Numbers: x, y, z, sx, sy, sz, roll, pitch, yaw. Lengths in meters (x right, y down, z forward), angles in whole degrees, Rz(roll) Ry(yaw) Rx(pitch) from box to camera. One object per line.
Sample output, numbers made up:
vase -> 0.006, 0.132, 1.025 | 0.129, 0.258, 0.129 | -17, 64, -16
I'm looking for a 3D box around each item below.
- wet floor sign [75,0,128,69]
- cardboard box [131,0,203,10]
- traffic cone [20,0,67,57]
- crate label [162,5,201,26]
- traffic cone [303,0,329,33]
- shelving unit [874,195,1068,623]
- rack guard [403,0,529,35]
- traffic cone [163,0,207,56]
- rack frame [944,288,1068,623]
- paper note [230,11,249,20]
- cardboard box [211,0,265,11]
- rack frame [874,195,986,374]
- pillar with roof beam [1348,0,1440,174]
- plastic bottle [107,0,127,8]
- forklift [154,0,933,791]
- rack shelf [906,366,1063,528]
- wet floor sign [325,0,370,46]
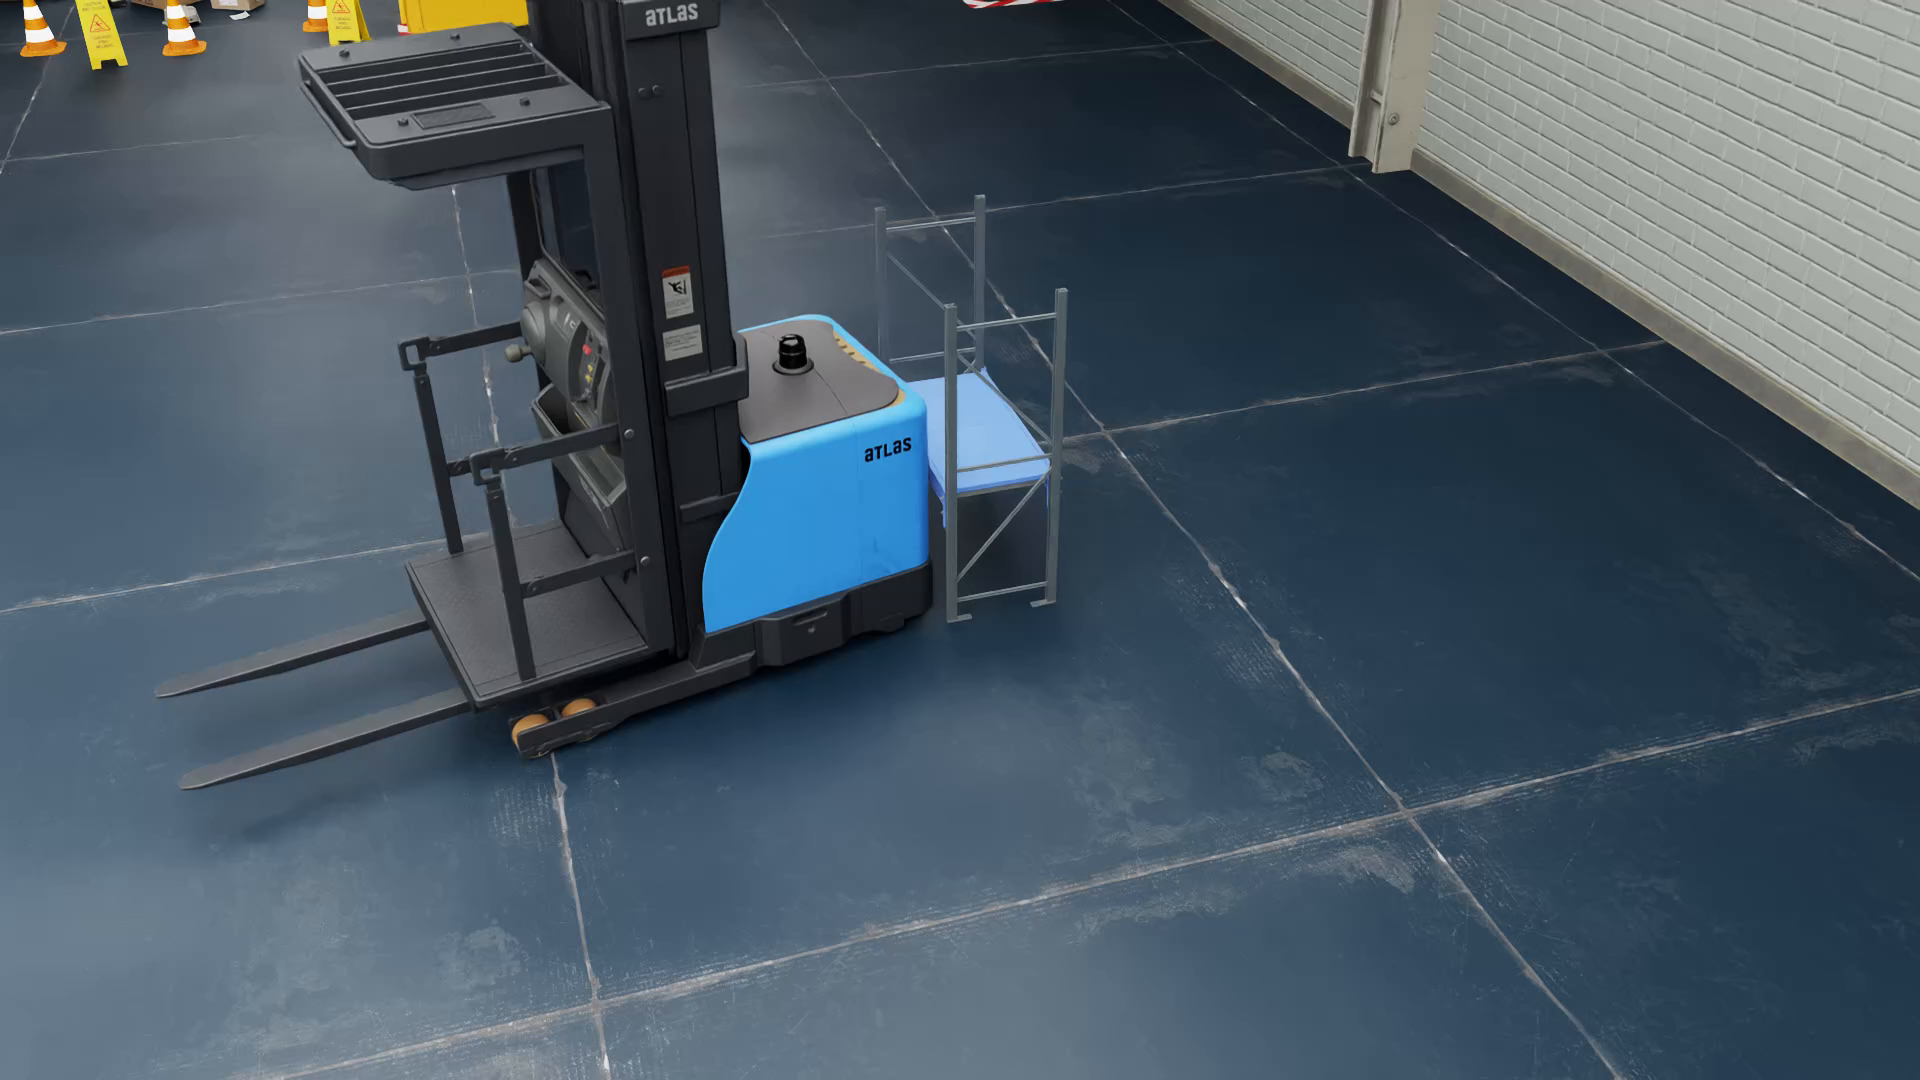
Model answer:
wet floor sign -> -7.001, -4.190, 13.506 | 0.267, 0.644, 0.232 | -16, 37, -23
cardboard box -> -7.159, -5.195, 15.156 | 0.637, 0.503, 0.797 | 19, 38, 26
traffic cone -> -7.705, -4.314, 13.859 | 0.336, 0.463, 0.334 | -10, 35, -15
crate label -> -6.824, -4.592, 14.575 | 0.298, 0.136, 0.250 | 27, 42, 34
traffic cone -> -5.572, -4.691, 14.429 | 0.336, 0.463, 0.334 | -10, 35, -15
shelving unit -> 0.026, -0.581, 7.269 | 0.538, 1.500, 1.048 | -10, 35, -15
rack guard -> -4.235, -4.737, 14.466 | 1.175, 0.500, 0.348 | -10, 35, -15
traffic cone -> -6.525, -4.325, 13.876 | 0.336, 0.463, 0.334 | -10, 35, -15
rack frame -> 0.181, -0.314, 6.865 | 0.500, 1.500, 0.032 | -10, 35, -15
paper note -> -6.396, -4.663, 14.779 | 0.148, 0.019, 0.142 | -23, 40, -31
cardboard box -> -6.536, -4.899, 15.029 | 0.380, 0.149, 0.250 | 7, 34, 10
rack frame -> -0.129, -0.848, 7.673 | 0.500, 1.500, 0.032 | -10, 35, -15
pillar with roof beam -> -1.110, -5.723, 8.248 | 9.100, 9.000, 0.400 | -10, 35, -15
plastic bottle -> -7.682, -4.905, 15.117 | 0.133, 0.061, 0.283 | -23, 40, -31
forklift -> -1.654, -0.711, 6.167 | 3.031, 2.935, 1.130 | -17, 37, -24
rack shelf -> 0.026, -0.431, 7.368 | 0.538, 0.185, 1.000 | -10, 35, -15
wet floor sign -> -5.173, -4.478, 13.942 | 0.267, 0.644, 0.232 | 1, 33, 2
